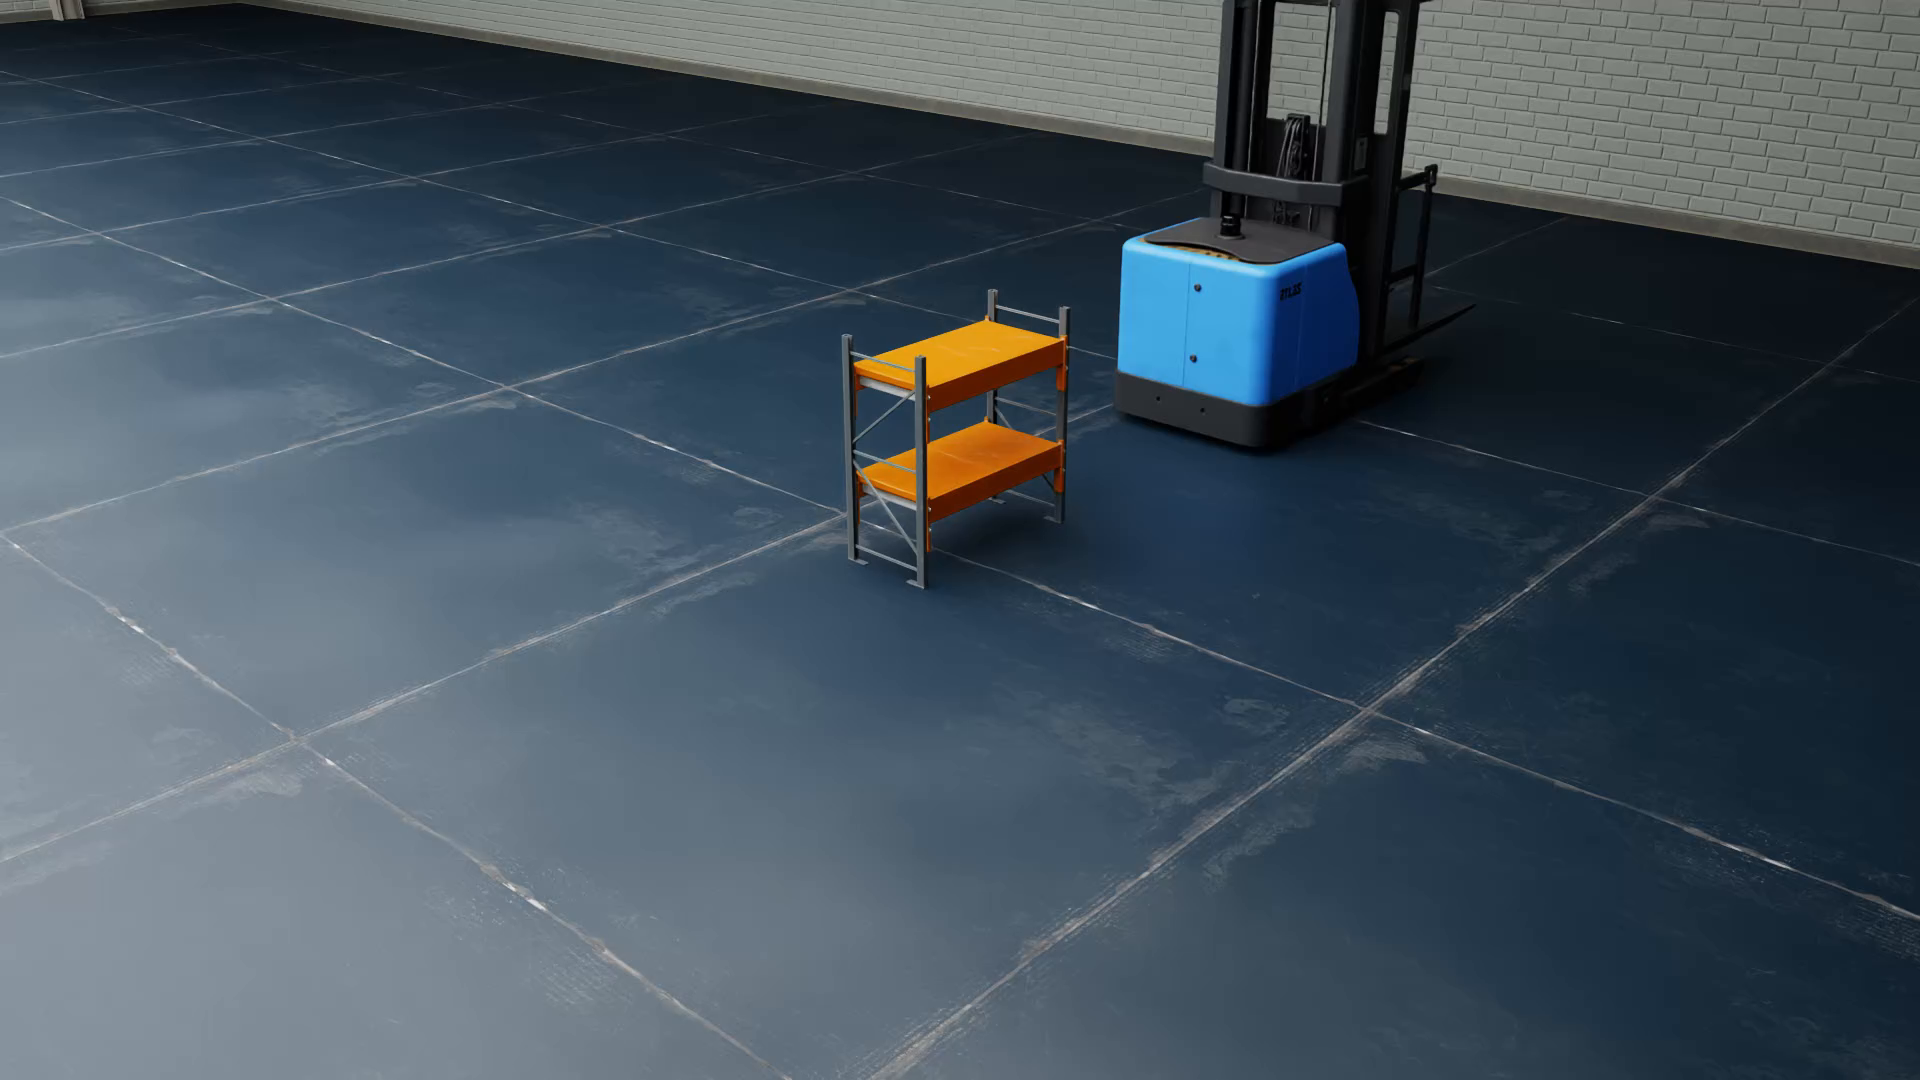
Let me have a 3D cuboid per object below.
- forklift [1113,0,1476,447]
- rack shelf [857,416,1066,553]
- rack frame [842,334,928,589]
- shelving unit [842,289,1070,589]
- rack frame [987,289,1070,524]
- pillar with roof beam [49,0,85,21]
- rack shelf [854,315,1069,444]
[{"bbox_3d":[2.259,-2.375,9.965,1.130,2.935,3.031,20,31,37],"label":"forklift"},{"bbox_3d":[-0.004,-0.288,8.115,0.538,0.278,1.000,20,31,38],"label":"rack shelf"},{"bbox_3d":[-0.344,-0.356,7.670,0.500,1.125,0.032,20,31,38],"label":"rack frame"},{"bbox_3d":[-0.005,-0.511,8.015,0.538,1.125,1.048,20,31,38],"label":"shelving unit"},{"bbox_3d":[0.335,-0.666,8.361,0.500,1.125,0.032,20,31,38],"label":"rack frame"},{"bbox_3d":[-11.491,-11.531,22.969,9.100,9.000,0.400,20,31,38],"label":"pillar with roof beam"},{"bbox_3d":[-0.005,-0.778,7.896,0.538,0.278,1.000,20,31,38],"label":"rack shelf"}]
